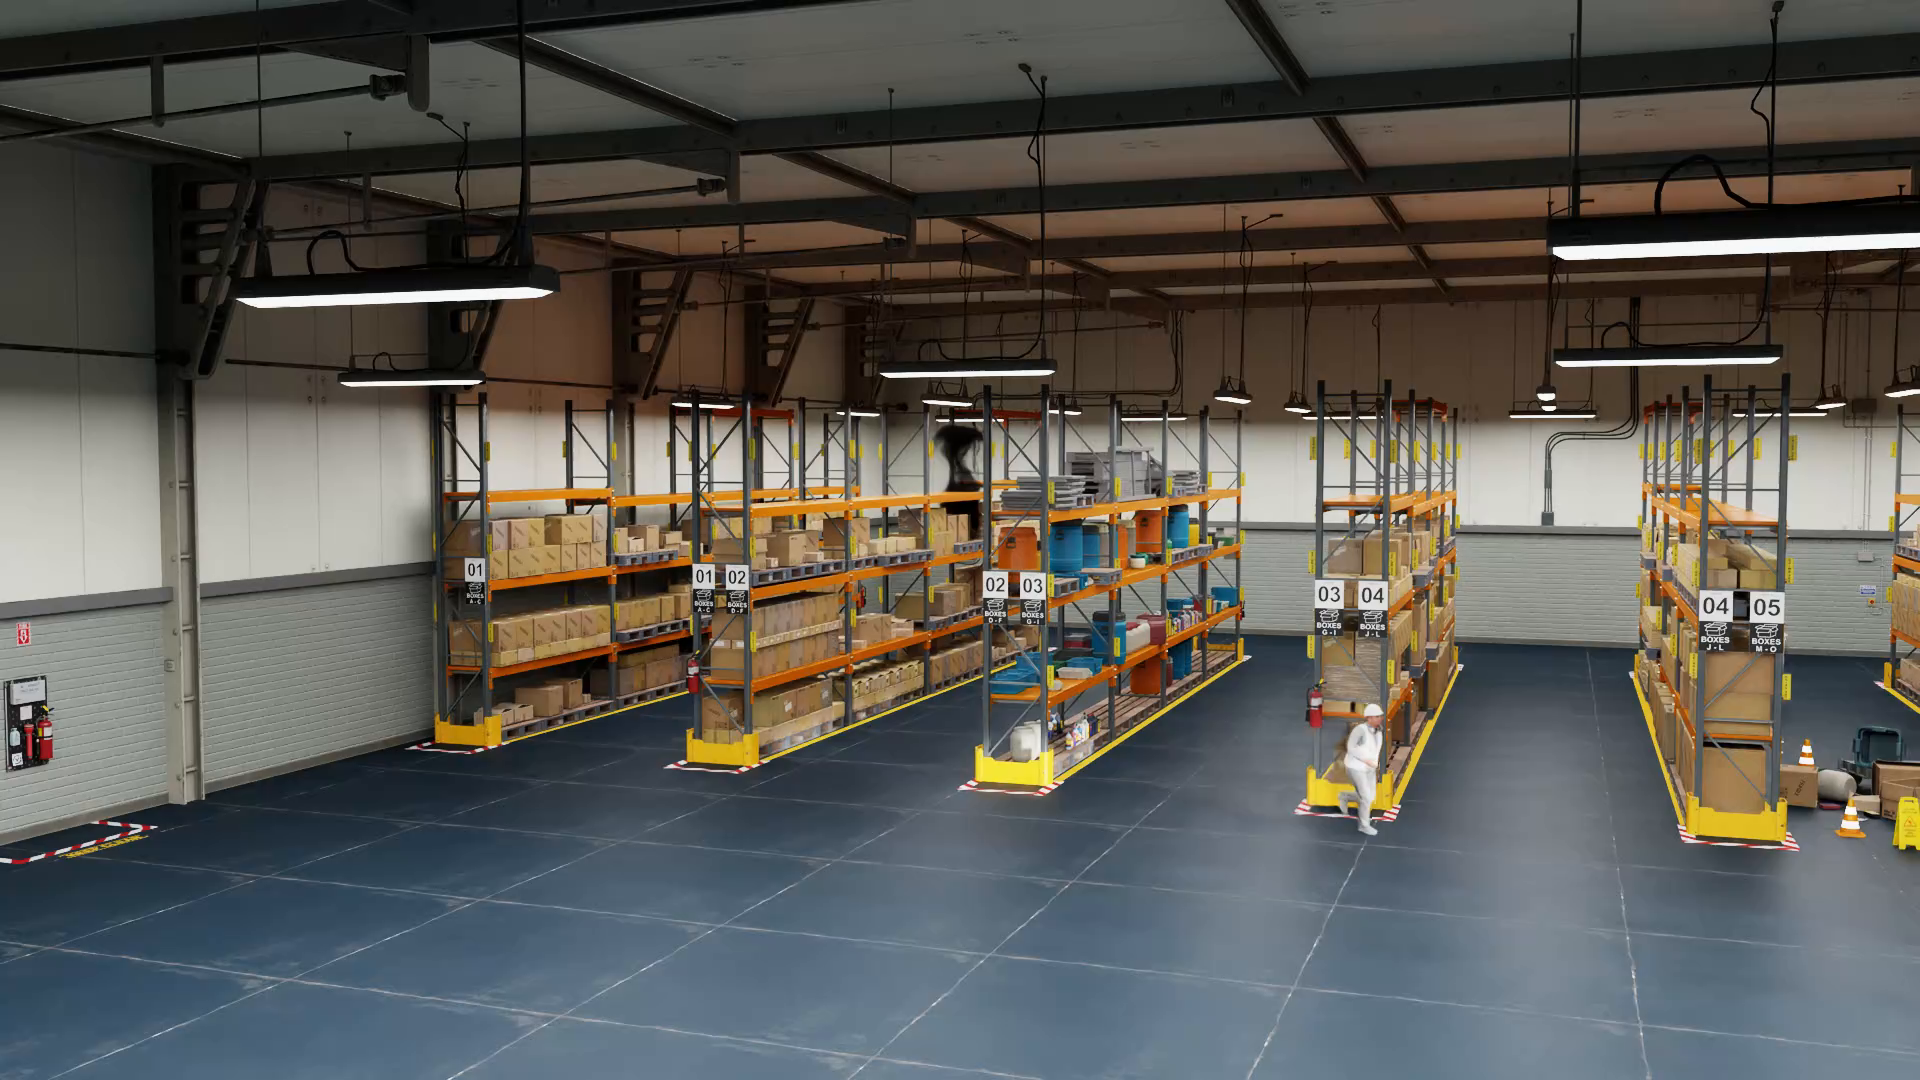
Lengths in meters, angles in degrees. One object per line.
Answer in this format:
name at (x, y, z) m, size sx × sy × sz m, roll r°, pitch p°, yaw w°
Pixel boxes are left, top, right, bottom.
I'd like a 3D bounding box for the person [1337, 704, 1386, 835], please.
person at (5.273, 2.961, 21.883) m, size 0.641 × 1.655 × 0.734 m, roll -2°, pitch 4°, yaw -34°
